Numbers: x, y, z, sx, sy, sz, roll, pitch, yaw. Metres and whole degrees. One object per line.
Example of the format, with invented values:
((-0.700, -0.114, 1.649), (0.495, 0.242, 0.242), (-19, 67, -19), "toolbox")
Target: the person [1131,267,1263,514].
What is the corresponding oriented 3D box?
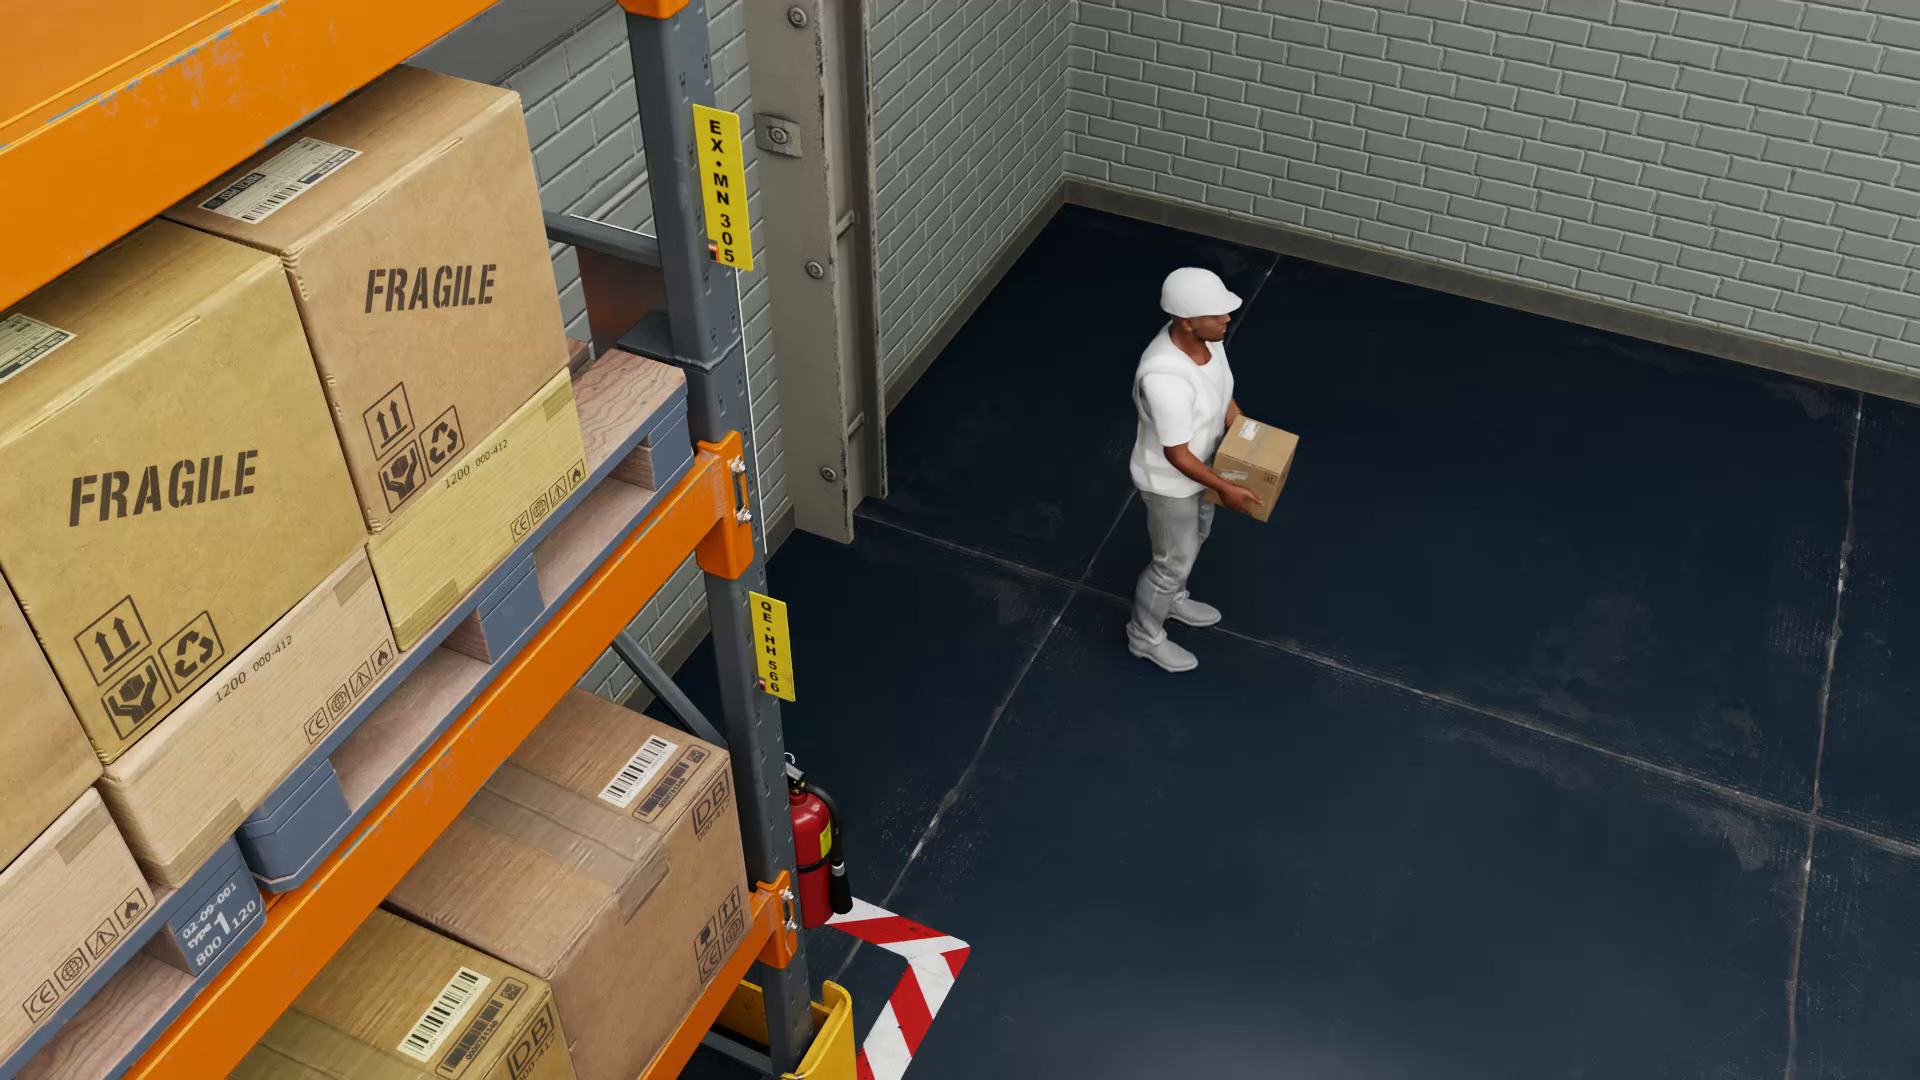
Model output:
((0.937, -0.565, 6.148), (0.551, 0.938, 0.542), (17, 44, 18), "person")
